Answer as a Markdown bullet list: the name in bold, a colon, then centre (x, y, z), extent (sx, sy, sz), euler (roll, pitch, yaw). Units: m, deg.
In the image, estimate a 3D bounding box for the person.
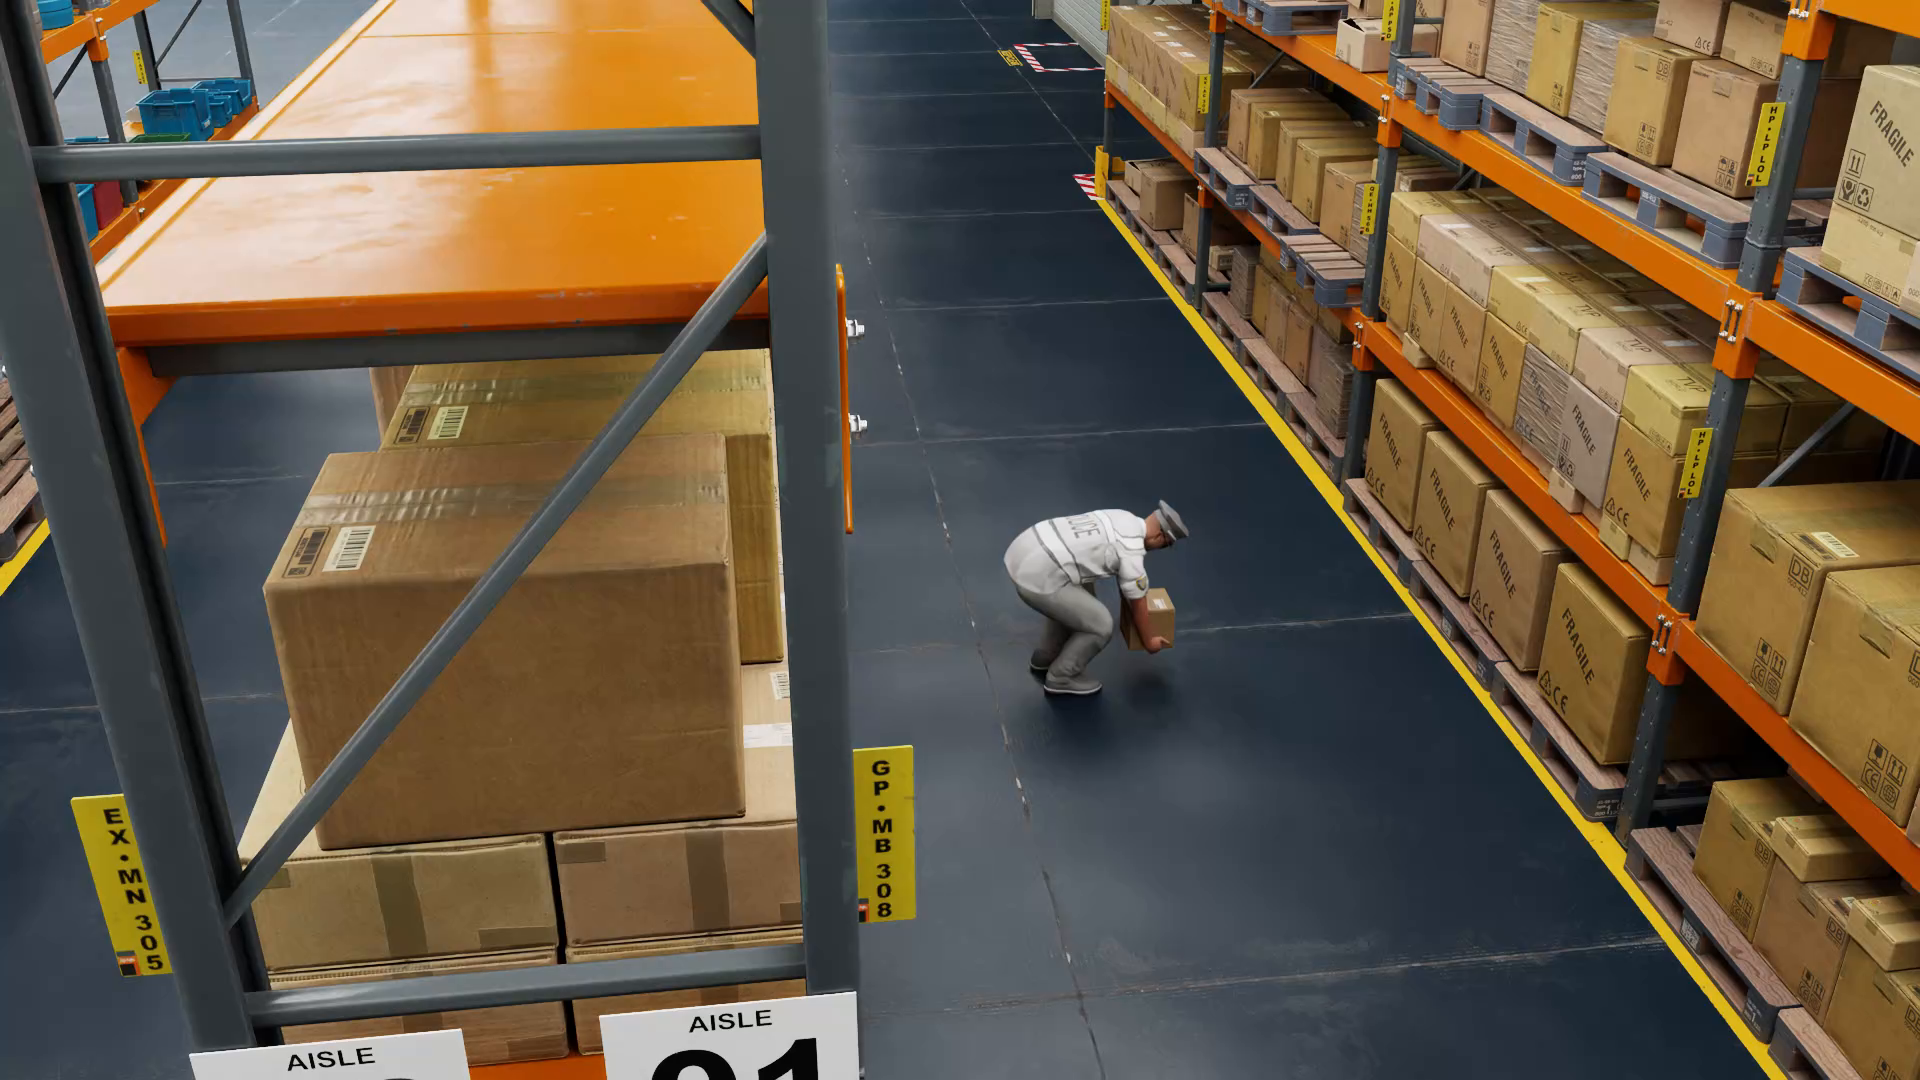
- **person**: centre (0.759, 0.308, 9.261), extent (1.031, 1.054, 0.533), euler (-5, 27, -9)
